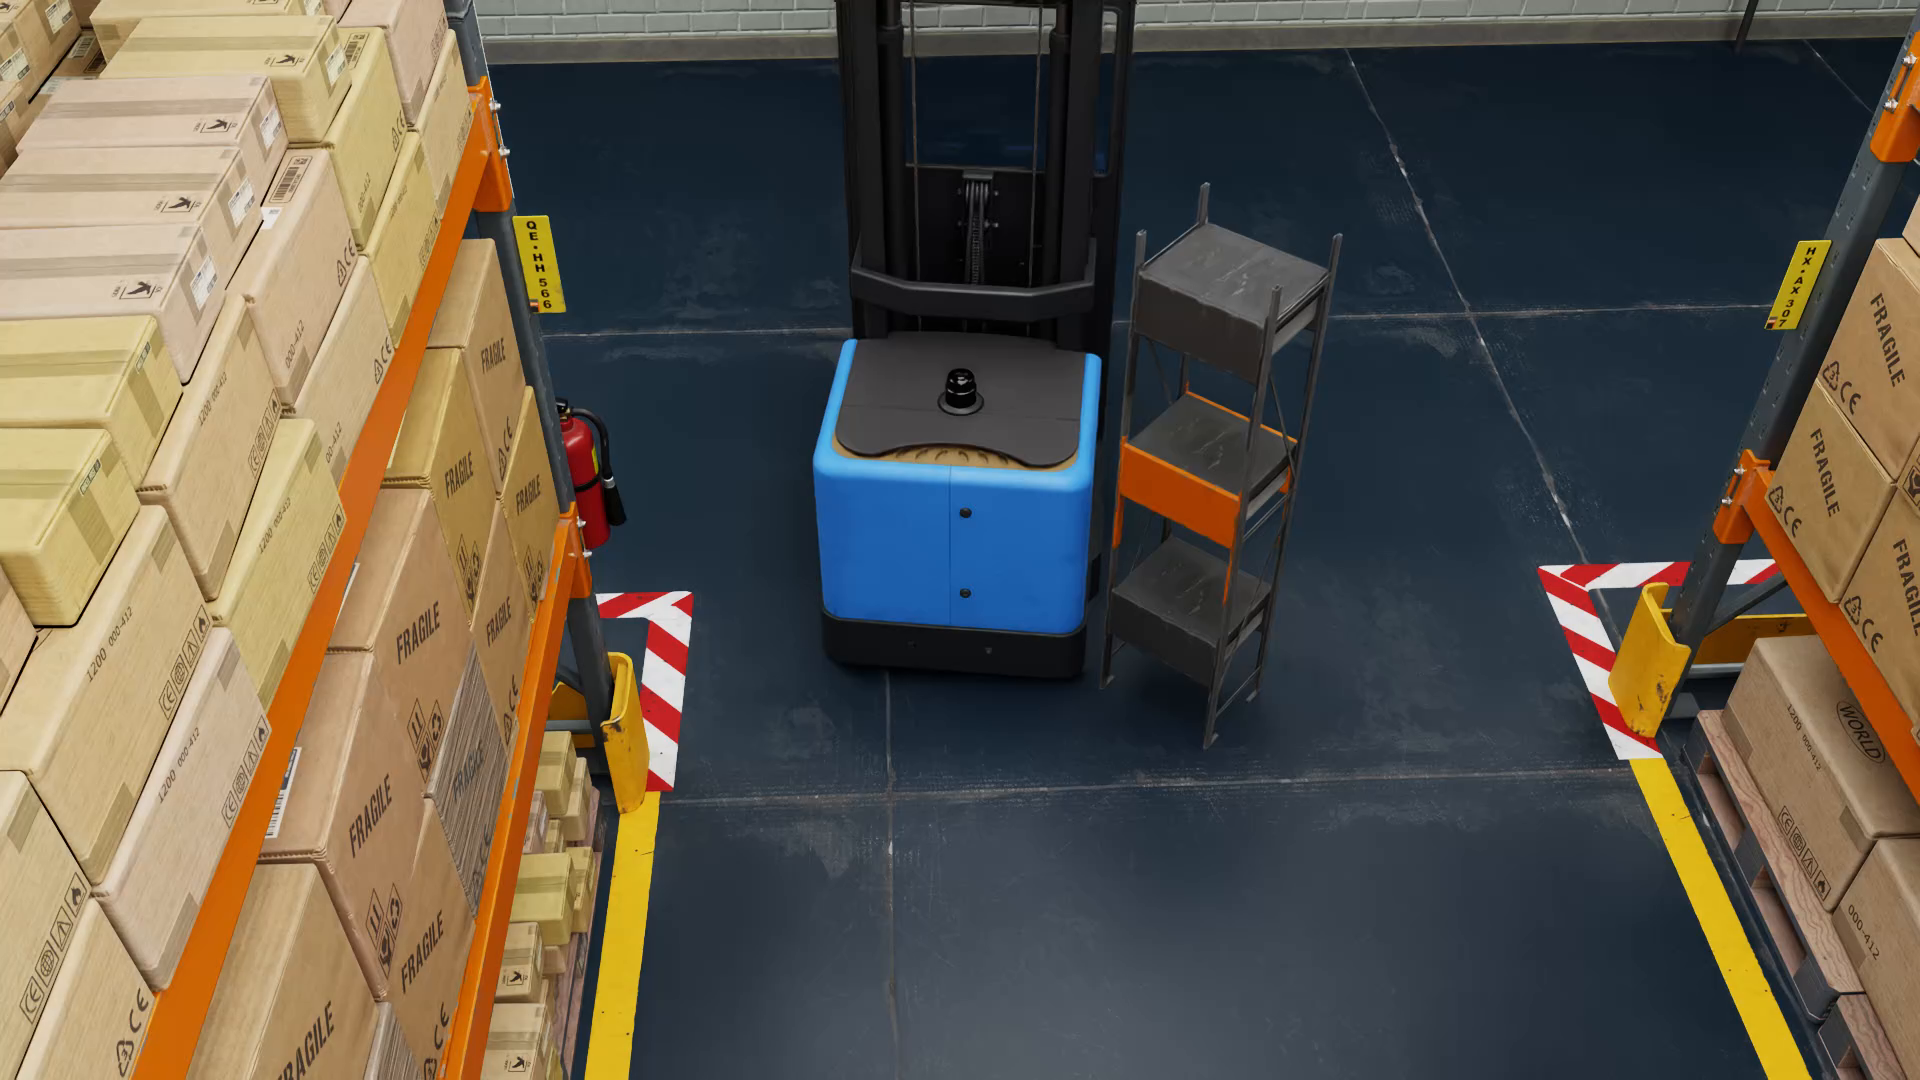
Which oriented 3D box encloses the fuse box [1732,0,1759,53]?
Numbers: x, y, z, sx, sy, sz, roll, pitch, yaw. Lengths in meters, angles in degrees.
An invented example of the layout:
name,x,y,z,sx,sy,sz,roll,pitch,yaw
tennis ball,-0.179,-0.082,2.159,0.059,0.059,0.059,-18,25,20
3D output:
name,x,y,z,sx,sy,sz,roll,pitch,yaw
fuse box,5.014,-3.751,10.075,0.539,1.711,0.414,-2,43,-2

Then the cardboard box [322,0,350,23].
name,x,y,z,sx,sy,sz,roll,pitch,yaw
cardboard box,-1.528,-1.245,3.614,0.380,0.149,0.250,-1,43,-1

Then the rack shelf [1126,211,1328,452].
name,x,y,z,sx,sy,sz,roll,pitch,yaw
rack shelf,0.872,-0.685,5.428,0.480,0.518,0.431,29,50,28

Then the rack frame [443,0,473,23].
name,x,y,z,sx,sy,sz,roll,pitch,yaw
rack frame,-1.769,-2.459,3.273,1.000,3.000,0.127,-2,43,-2

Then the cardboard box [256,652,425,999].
name,x,y,z,sx,sy,sz,roll,pitch,yaw
cardboard box,-1.423,0.589,3.353,0.500,0.500,0.500,-3,43,-3

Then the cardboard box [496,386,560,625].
name,x,y,z,sx,sy,sz,roll,pitch,yaw
cardboard box,-1.493,-0.098,4.843,0.500,0.500,0.500,-1,43,-1

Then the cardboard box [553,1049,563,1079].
name,x,y,z,sx,sy,sz,roll,pitch,yaw
cardboard box,-1.404,1.686,4.990,0.380,0.149,0.250,-3,43,-4

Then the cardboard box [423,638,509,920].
name,x,y,z,sx,sy,sz,roll,pitch,yaw
cardboard box,-1.445,0.592,4.090,0.500,0.500,0.500,-2,43,-2

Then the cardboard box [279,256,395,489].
name,x,y,z,sx,sy,sz,roll,pitch,yaw
cardboard box,-1.449,-0.319,3.269,0.500,0.250,0.500,0,43,0

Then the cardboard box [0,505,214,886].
name,x,y,z,sx,sy,sz,roll,pitch,yaw
cardboard box,-1.404,0.210,2.322,0.500,0.250,0.500,-1,43,-1

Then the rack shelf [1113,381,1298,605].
name,x,y,z,sx,sy,sz,roll,pitch,yaw
rack shelf,0.872,-0.169,5.901,0.480,0.518,0.431,29,50,28

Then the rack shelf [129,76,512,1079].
name,x,y,z,sx,sy,sz,roll,pitch,yaw
rack shelf,-1.684,0.262,3.057,1.077,0.370,4.000,-2,43,-2

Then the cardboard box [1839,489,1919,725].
name,x,y,z,sx,sy,sz,roll,pitch,yaw
cardboard box,2.955,0.178,4.762,0.500,0.500,0.500,-2,43,-2

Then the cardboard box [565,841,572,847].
name,x,y,z,sx,sy,sz,roll,pitch,yaw
cardboard box,-1.539,0.998,5.740,0.380,0.149,0.250,-1,43,-1

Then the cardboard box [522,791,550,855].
name,x,y,z,sx,sy,sz,roll,pitch,yaw
cardboard box,-1.540,0.951,5.352,0.380,0.149,0.250,-1,43,-1

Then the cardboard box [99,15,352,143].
name,x,y,z,sx,sy,sz,roll,pitch,yaw
cardboard box,-1.418,-0.895,3.233,0.380,0.149,0.250,-1,43,-1

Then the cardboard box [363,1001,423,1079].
name,x,y,z,sx,sy,sz,roll,pitch,yaw
cardboard box,-1.382,1.290,3.329,0.500,0.500,0.500,-2,43,-3

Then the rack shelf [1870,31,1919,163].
name,x,y,z,sx,sy,sz,roll,pitch,yaw
rack shelf,3.257,0.052,3.286,1.077,0.370,4.000,-2,43,-2

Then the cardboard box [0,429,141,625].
name,x,y,z,sx,sy,sz,roll,pitch,yaw
cardboard box,-1.378,-0.021,2.279,0.380,0.149,0.250,0,43,0

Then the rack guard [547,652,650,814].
name,x,y,z,sx,sy,sz,roll,pitch,yaw
rack guard,-1.766,0.725,6.089,1.175,0.500,0.348,-2,43,-2

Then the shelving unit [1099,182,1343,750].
name,x,y,z,sx,sy,sz,roll,pitch,yaw
shelving unit,0.872,-0.179,5.892,0.503,2.100,0.431,29,50,28

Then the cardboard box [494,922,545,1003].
name,x,y,z,sx,sy,sz,roll,pitch,yaw
cardboard box,-1.455,1.299,4.972,0.380,0.149,0.250,-3,43,-4

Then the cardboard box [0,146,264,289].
name,x,y,z,sx,sy,sz,roll,pitch,yaw
cardboard box,-1.439,-0.548,2.854,0.380,0.149,0.250,-1,43,-1

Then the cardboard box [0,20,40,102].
name,x,y,z,sx,sy,sz,roll,pitch,yaw
cardboard box,-2.042,-0.882,3.218,0.380,0.149,0.250,-1,43,-1

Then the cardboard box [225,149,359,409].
name,x,y,z,sx,sy,sz,roll,pitch,yaw
cardboard box,-1.454,-0.487,3.083,0.500,0.250,0.500,-1,43,-1

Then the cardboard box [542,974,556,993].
name,x,y,z,sx,sy,sz,roll,pitch,yaw
cardboard box,-1.501,1.350,5.357,0.380,0.149,0.250,-2,43,-2

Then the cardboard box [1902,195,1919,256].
name,x,y,z,sx,sy,sz,roll,pitch,yaw
cardboard box,2.910,-0.855,4.669,0.380,0.149,0.250,-1,43,-1

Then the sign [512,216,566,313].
name,x,y,z,sx,sy,sz,roll,pitch,yaw
sign,-1.214,-0.793,4.805,0.100,0.325,0.005,-2,43,-2

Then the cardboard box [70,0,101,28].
name,x,y,z,sx,sy,sz,roll,pitch,yaw
cardboard box,-1.990,-1.232,3.600,0.380,0.149,0.250,0,43,0

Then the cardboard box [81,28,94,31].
name,x,y,z,sx,sy,sz,roll,pitch,yaw
cardboard box,-2.010,-1.172,3.830,0.500,0.250,0.500,-1,43,-1

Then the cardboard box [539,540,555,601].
name,x,y,z,sx,sy,sz,roll,pitch,yaw
cardboard box,-1.473,0.057,5.154,0.380,0.149,0.250,-2,43,-2

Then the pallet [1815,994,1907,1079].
name,x,y,z,sx,sy,sz,roll,pitch,yaw
pallet,3.333,1.929,4.989,1.003,0.211,1.213,-2,43,-2

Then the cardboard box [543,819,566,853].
name,x,y,z,sx,sy,sz,roll,pitch,yaw
cardboard box,-1.504,1.065,5.447,0.380,0.149,0.250,-3,43,-3

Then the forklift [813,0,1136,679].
name,x,y,z,sx,sy,sz,roll,pitch,yaw
forklift,0.118,-1.528,6.747,1.130,2.935,3.031,4,43,4

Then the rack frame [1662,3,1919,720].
name,x,y,z,sx,sy,sz,roll,pitch,yaw
rack frame,3.172,-0.458,5.529,1.000,3.000,0.127,-2,43,-2

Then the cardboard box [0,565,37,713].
name,x,y,z,sx,sy,sz,roll,pitch,yaw
cardboard box,-1.412,0.165,2.077,0.380,0.149,0.250,-3,43,-3

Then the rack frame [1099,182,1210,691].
name,x,y,z,sx,sy,sz,roll,pitch,yaw
rack frame,0.682,-0.283,6.004,0.015,2.100,0.400,29,50,28

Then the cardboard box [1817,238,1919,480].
name,x,y,z,sx,sy,sz,roll,pitch,yaw
cardboard box,2.908,-0.531,4.795,0.500,0.500,0.500,-3,43,-3

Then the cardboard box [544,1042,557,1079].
name,x,y,z,sx,sy,sz,roll,pitch,yaw
cardboard box,-1.403,1.587,4.878,0.380,0.149,0.250,-1,43,-1

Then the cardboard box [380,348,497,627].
name,x,y,z,sx,sy,sz,roll,pitch,yaw
cardboard box,-1.480,-0.119,4.125,0.500,0.500,0.500,-3,43,-3

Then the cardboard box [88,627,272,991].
name,x,y,z,sx,sy,sz,roll,pitch,yaw
cardboard box,-1.388,0.392,2.493,0.500,0.250,0.500,0,43,0

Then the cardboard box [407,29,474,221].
name,x,y,z,sx,sy,sz,roll,pitch,yaw
cardboard box,-1.486,-0.998,4.010,0.500,0.250,0.500,-2,43,-3

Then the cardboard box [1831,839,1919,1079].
name,x,y,z,sx,sy,sz,roll,pitch,yaw
cardboard box,3.347,1.392,5.097,0.875,0.438,0.875,-1,43,-1

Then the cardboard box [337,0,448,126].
name,x,y,z,sx,sy,sz,roll,pitch,yaw
cardboard box,-1.496,-1.179,3.837,0.500,0.250,0.500,-3,43,-3
